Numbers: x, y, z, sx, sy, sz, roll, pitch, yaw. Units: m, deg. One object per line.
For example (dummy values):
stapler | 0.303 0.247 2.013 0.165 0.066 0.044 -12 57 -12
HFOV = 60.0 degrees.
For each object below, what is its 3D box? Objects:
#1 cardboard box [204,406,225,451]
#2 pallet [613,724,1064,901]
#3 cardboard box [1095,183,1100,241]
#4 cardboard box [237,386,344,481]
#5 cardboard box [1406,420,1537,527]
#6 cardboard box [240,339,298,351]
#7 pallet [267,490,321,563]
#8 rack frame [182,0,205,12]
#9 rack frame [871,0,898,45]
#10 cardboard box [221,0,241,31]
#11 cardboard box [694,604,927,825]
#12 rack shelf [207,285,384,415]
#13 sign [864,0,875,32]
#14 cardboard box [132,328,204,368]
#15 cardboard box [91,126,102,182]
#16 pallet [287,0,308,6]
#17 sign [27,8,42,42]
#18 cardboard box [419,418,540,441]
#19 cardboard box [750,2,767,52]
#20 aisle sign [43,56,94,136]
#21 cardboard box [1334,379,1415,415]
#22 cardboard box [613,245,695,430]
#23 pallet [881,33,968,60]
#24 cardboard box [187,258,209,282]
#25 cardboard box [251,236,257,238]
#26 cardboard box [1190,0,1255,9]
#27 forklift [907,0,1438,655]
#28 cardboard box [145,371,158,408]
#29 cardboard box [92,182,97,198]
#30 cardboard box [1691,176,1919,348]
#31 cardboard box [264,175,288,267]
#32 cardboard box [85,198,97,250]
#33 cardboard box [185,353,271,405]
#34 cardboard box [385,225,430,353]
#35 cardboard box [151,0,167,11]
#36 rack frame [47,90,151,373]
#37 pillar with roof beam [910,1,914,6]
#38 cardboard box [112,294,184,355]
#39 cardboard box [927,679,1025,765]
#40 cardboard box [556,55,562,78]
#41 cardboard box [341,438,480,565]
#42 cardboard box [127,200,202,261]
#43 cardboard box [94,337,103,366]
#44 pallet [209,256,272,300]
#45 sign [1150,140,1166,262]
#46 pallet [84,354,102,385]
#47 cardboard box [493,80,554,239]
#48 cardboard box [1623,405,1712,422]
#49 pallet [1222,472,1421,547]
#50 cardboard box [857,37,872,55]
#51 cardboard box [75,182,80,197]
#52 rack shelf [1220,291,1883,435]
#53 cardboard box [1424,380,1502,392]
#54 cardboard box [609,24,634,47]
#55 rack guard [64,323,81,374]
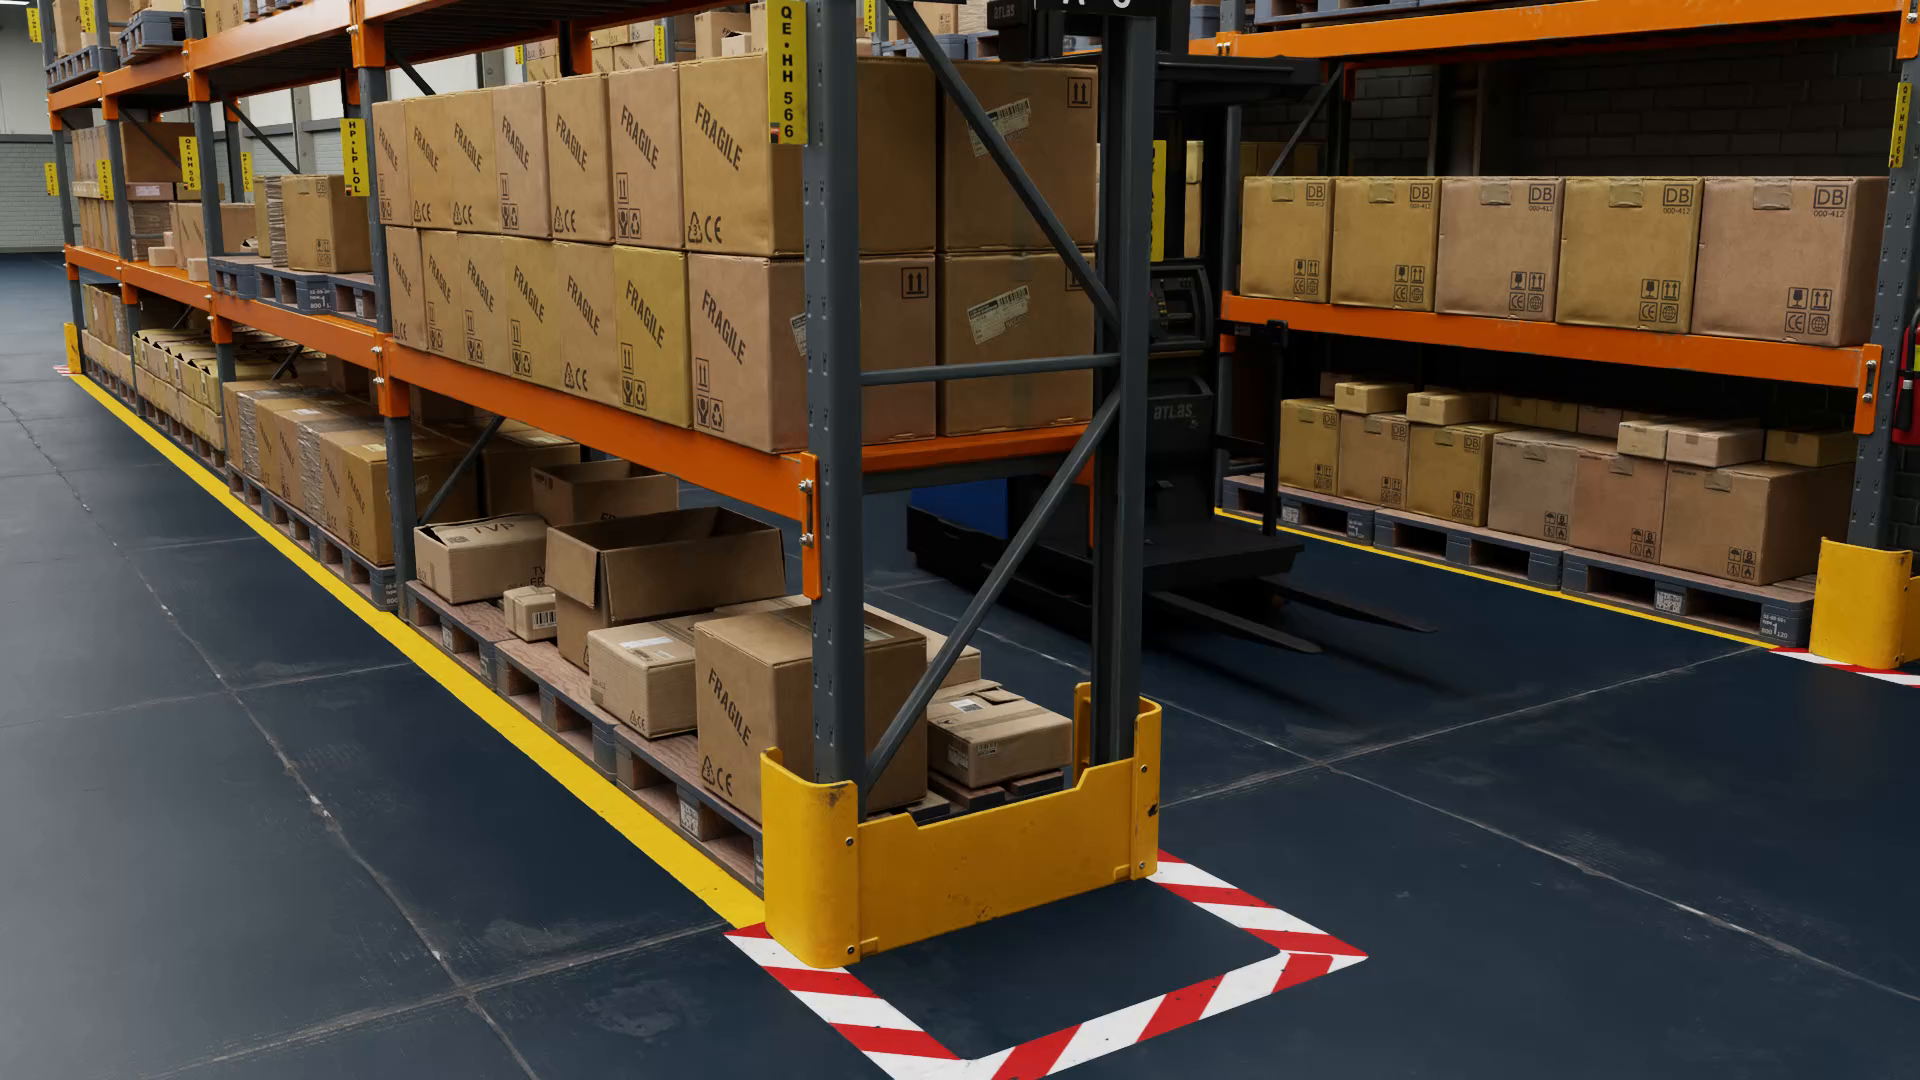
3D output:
cardboard box | -4.859 -0.787 11.393 0.500 0.250 0.500 -8 15 -31
pallet | -0.416 0.770 5.349 1.003 0.211 1.213 -8 15 -33
cardboard box | 1.217 -2.082 10.883 0.500 0.500 0.500 -8 15 -32
cardboard box | -4.055 -0.647 10.120 0.500 0.500 0.500 -9 15 -35
cardboard box | 2.861 -0.394 9.008 0.700 0.500 0.500 -8 15 -31
cardboard box | -5.274 -1.399 12.878 0.500 0.311 0.500 -8 15 -33
pallet | -3.310 -0.144 9.527 1.003 0.211 1.213 -8 15 -33
rack frame | -4.364 -4.791 10.207 1.000 3.000 0.127 -8 15 -33
rack frame | -0.242 -5.378 12.891 1.000 3.000 0.127 -8 15 -33
cardboard box | -3.812 -3.210 9.765 0.910 0.500 0.500 -8 15 -33
cardboard box | -0.438 0.501 4.871 0.500 0.500 0.500 -8 15 -33
rack shelf | -3.256 -1.153 9.298 1.077 0.370 4.000 -8 15 -33
sign | -0.695 -4.101 12.864 0.100 0.325 0.005 -8 15 -33
cardboard box | -6.559 -1.605 13.819 0.500 0.311 0.500 -8 15 -33
cardboard box | -7.666 -3.600 15.533 0.700 0.500 0.500 -8 15 -33
pallet | -2.451 -2.647 7.863 1.213 0.211 1.003 -8 15 -33
sign | -9.262 -5.150 16.636 0.100 0.325 0.005 -8 15 -33
cardboard box | -2.518 -0.351 8.768 0.500 0.500 0.500 -8 15 -32
cardboard box | -1.539 -4.552 14.918 0.500 0.500 0.500 -9 15 -35
aisle sign | -9.088 -4.529 16.964 0.394 0.787 0.004 -8 15 -33
cardboard box | 2.341 -0.809 9.391 0.380 0.149 0.250 -8 14 -31
cardboard box | -0.697 -0.626 4.968 0.500 0.500 0.500 -8 15 -32
pallet | 0.159 -3.712 12.737 1.213 0.211 1.003 -7 14 -30
cardboard box | -5.092 -1.865 11.457 0.380 0.149 0.250 -8 15 -33
cardboard box | -4.698 -1.999 11.690 0.500 0.311 0.500 -8 15 -33
cardboard box | 1.578 -3.635 10.676 0.700 0.500 0.500 -9 15 -36
forklift | 0.883 -1.099 7.526 1.130 2.935 3.031 -7 14 -29
cardboard box | -6.281 -1.242 13.471 0.500 0.250 0.500 -8 14 -31
cardboard box | -7.907 -3.280 15.588 0.380 0.149 0.250 -8 15 -32
cardboard box | 3.899 -1.261 7.403 0.980 0.700 0.700 -7 14 -30
cardboard box | -3.574 -1.830 9.494 0.700 0.500 0.500 -5 13 -22
cardboard box | -8.253 -3.155 16.532 0.700 0.500 0.500 -8 14 -31
cardboard box | -5.153 -1.152 11.749 0.500 0.311 0.500 -8 15 -34
cardboard box | -2.092 -1.075 7.022 0.500 0.500 0.500 -8 14 -31
cardboard box | -5.572 -3.822 12.163 0.500 0.250 0.500 -10 16 -38
rack frame | -8.796 -3.283 17.354 1.000 3.000 0.127 -8 15 -33
pillar with roof beam | -3.826 -5.202 12.086 9.100 9.000 0.400 -8 15 -33
cardboard box | -7.286 -1.947 14.941 0.500 0.500 0.500 -8 15 -33
cardboard box | -0.016 0.572 5.327 0.380 0.166 0.250 -8 15 -33
cardboard box | -4.139 -5.114 18.421 0.500 0.500 0.500 -7 14 -30
cardboard box | -2.660 -0.197 8.061 0.500 0.500 0.500 -8 15 -33
cardboard box | -6.831 -2.699 14.448 0.700 0.500 0.500 -9 15 -34
cardboard box | -8.128 -1.846 16.235 0.500 0.250 0.500 -8 15 -33
pallet | -3.930 -1.654 10.355 1.213 0.211 1.003 -8 15 -33
sign | 0.520 -0.925 4.543 0.100 0.325 0.005 -8 15 -33
pallet | -8.338 -1.790 17.053 1.003 0.211 1.213 -8 15 -33
cardboard box | -1.263 -1.294 5.685 0.500 0.500 0.500 -8 14 -31
cardboard box | 3.535 -0.574 8.316 0.380 0.149 0.250 -8 15 -32
pallet | 2.330 -0.229 9.916 1.003 0.211 1.213 -8 15 -33
cardboard box | -0.866 -3.975 13.658 0.500 0.311 0.500 -8 15 -33
cardboard box | -8.610 -3.507 16.625 0.380 0.149 0.250 -9 15 -34
rack shelf | 3.082 -1.029 8.729 1.077 0.370 4.000 -8 15 -33
cardboard box | 2.828 -0.801 9.352 0.380 0.149 0.250 -9 15 -35
cardboard box | -3.276 -5.325 17.048 0.500 0.500 0.500 -7 14 -30
rack guard | -8.810 -2.066 17.640 1.175 0.500 0.348 -8 15 -33
